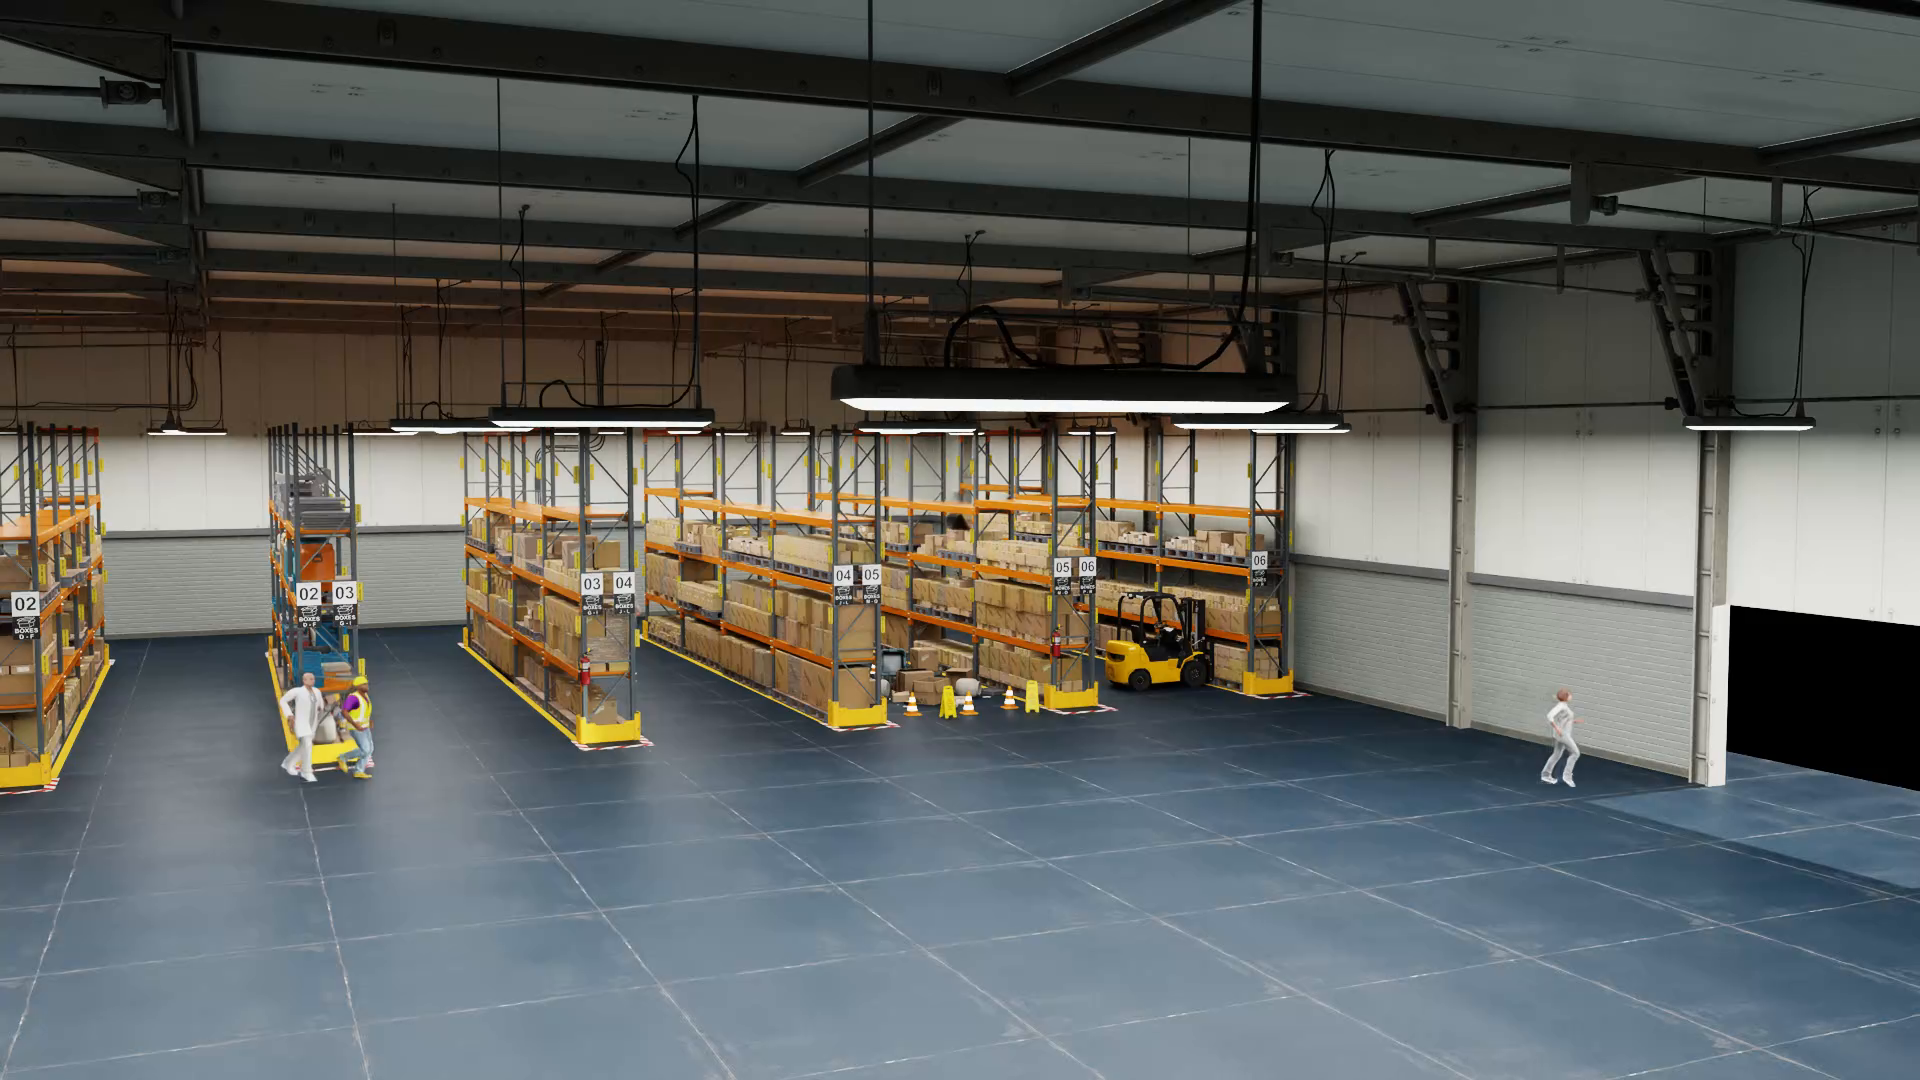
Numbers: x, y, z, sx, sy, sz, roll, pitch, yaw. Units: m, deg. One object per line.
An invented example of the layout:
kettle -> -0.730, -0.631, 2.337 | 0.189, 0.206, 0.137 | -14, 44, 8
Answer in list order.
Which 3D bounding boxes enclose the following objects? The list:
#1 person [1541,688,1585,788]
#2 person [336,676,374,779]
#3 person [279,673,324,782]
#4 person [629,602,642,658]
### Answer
person -> 9.907, 3.248, 27.335 | 0.663, 1.622, 0.516 | 1, 4, 16
person -> -10.202, 3.159, 28.033 | 0.575, 1.727, 0.695 | 0, 3, 1
person -> -11.056, 3.154, 28.043 | 0.909, 1.836, 0.721 | 2, 4, 25
person -> -8.655, 2.220, 43.743 | 0.554, 1.716, 0.777 | -1, 4, -20
